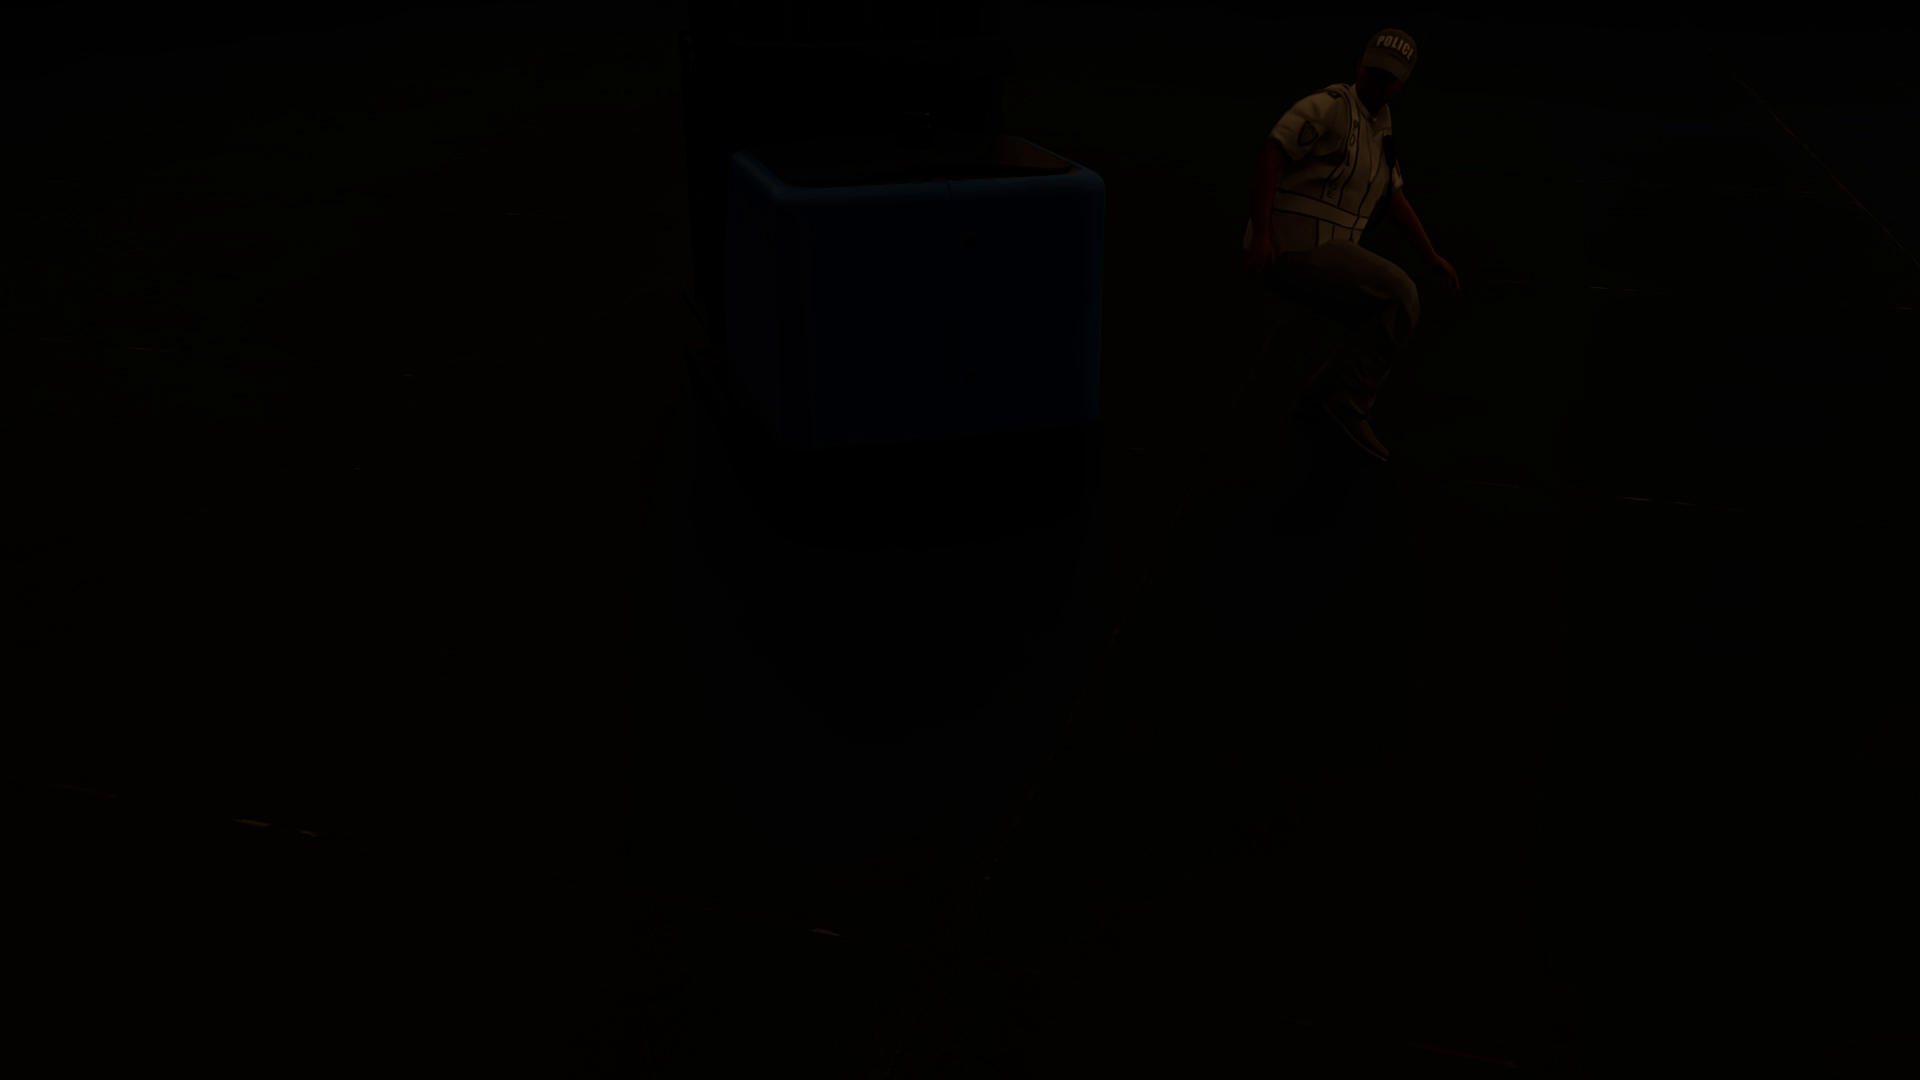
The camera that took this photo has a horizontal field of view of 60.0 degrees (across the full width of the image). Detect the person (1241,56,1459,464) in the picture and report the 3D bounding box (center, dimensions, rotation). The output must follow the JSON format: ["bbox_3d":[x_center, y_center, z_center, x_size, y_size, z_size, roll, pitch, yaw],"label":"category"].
[{"bbox_3d":[1.331,-0.982,5.711,0.683,1.421,0.727,12,25,27],"label":"person"}]

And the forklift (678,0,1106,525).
[{"bbox_3d":[-0.464,-1.934,5.965,1.130,2.935,3.031,-7,23,-16],"label":"forklift"}]
